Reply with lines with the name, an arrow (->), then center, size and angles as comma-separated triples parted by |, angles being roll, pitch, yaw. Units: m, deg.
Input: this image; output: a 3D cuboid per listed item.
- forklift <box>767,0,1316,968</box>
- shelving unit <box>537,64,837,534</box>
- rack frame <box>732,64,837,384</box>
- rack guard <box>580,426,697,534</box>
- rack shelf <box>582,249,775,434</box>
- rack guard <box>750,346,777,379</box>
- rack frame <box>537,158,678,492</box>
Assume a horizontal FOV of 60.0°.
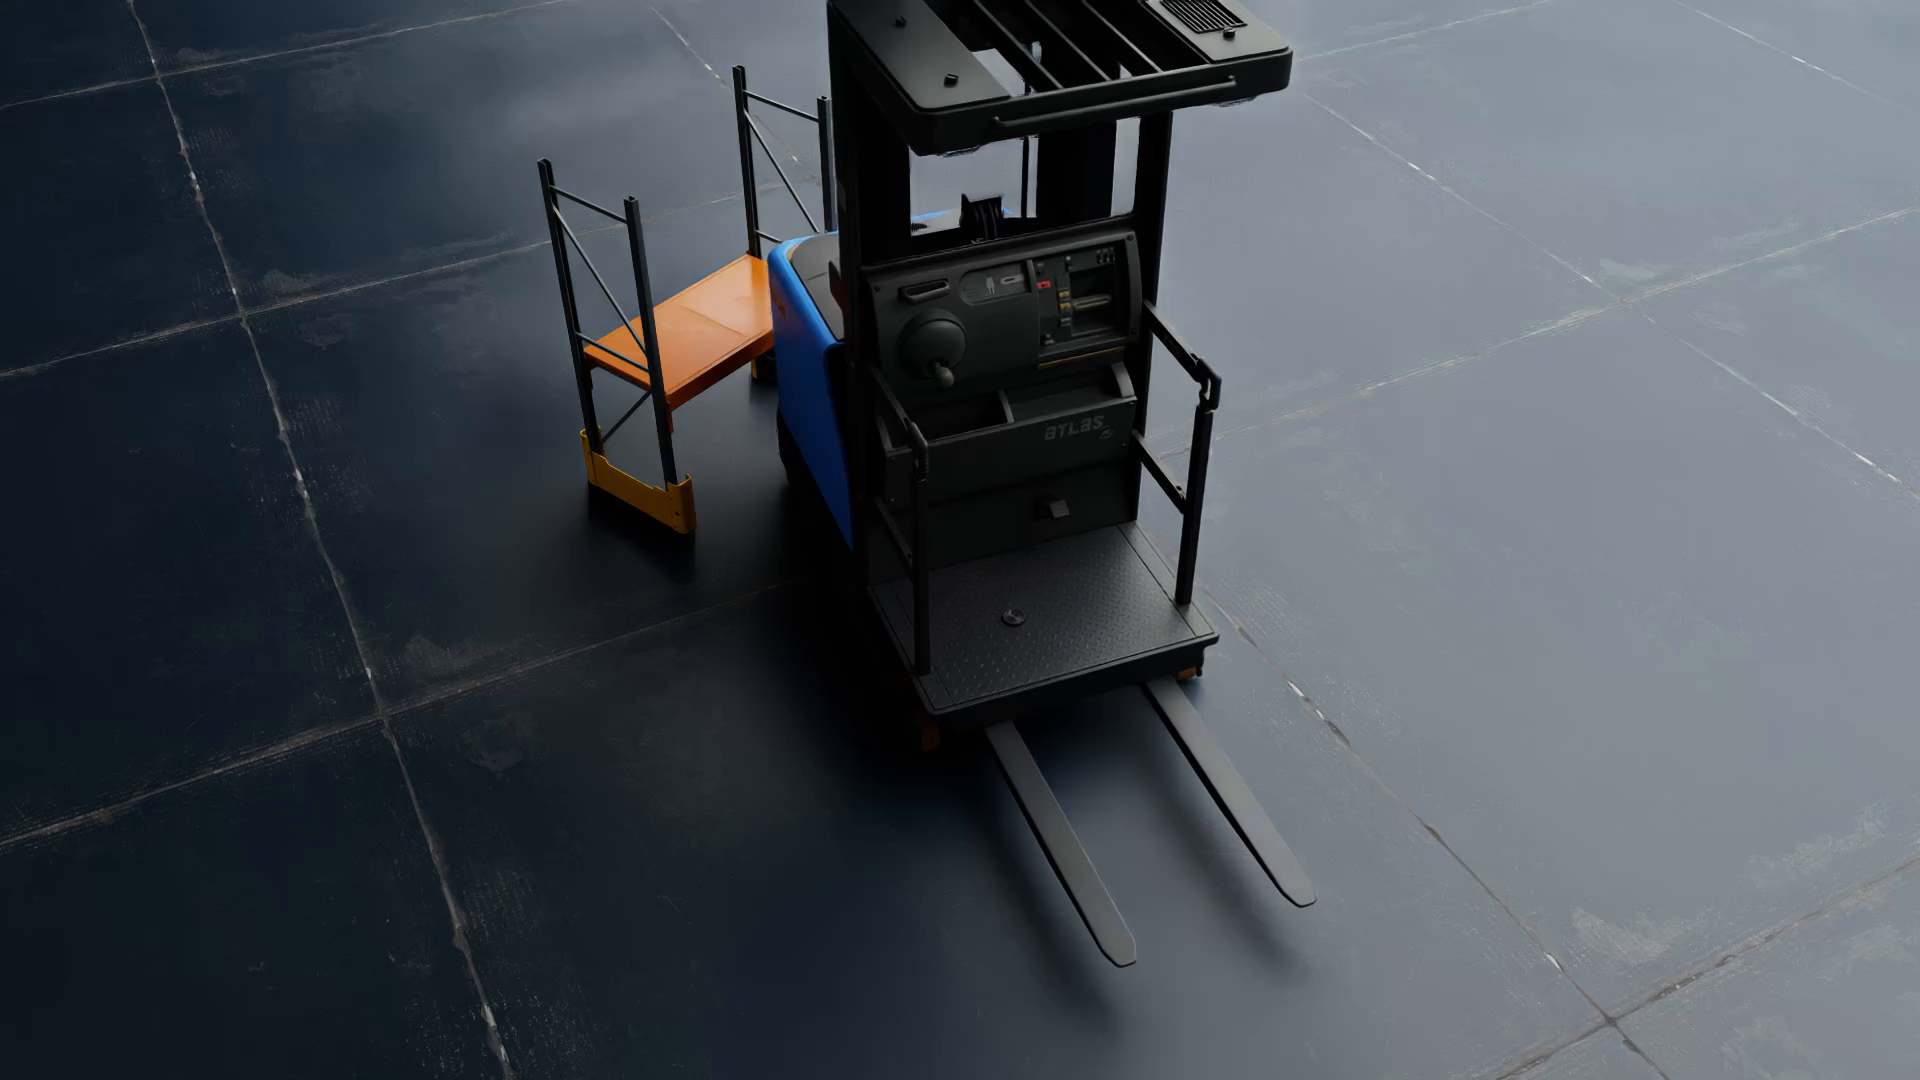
forklift -> 0.238, -0.675, 5.279 | 1.130, 2.935, 3.031 | -14, 42, -16
shelving unit -> -1.018, -0.982, 6.749 | 0.587, 1.500, 1.083 | 27, 47, 28
rack frame -> -0.709, -1.235, 7.049 | 0.500, 1.500, 0.032 | 27, 47, 28
rack guard -> -1.325, -0.252, 6.854 | 0.587, 0.250, 0.087 | 27, 47, 28
rack shelf -> -1.023, -0.840, 6.860 | 0.538, 0.185, 1.000 | 27, 47, 28
rack guard -> -0.710, -0.758, 7.452 | 0.587, 0.250, 0.087 | 27, 47, 28
rack frame -> -1.337, -0.719, 6.439 | 0.500, 1.500, 0.032 | 27, 47, 28
